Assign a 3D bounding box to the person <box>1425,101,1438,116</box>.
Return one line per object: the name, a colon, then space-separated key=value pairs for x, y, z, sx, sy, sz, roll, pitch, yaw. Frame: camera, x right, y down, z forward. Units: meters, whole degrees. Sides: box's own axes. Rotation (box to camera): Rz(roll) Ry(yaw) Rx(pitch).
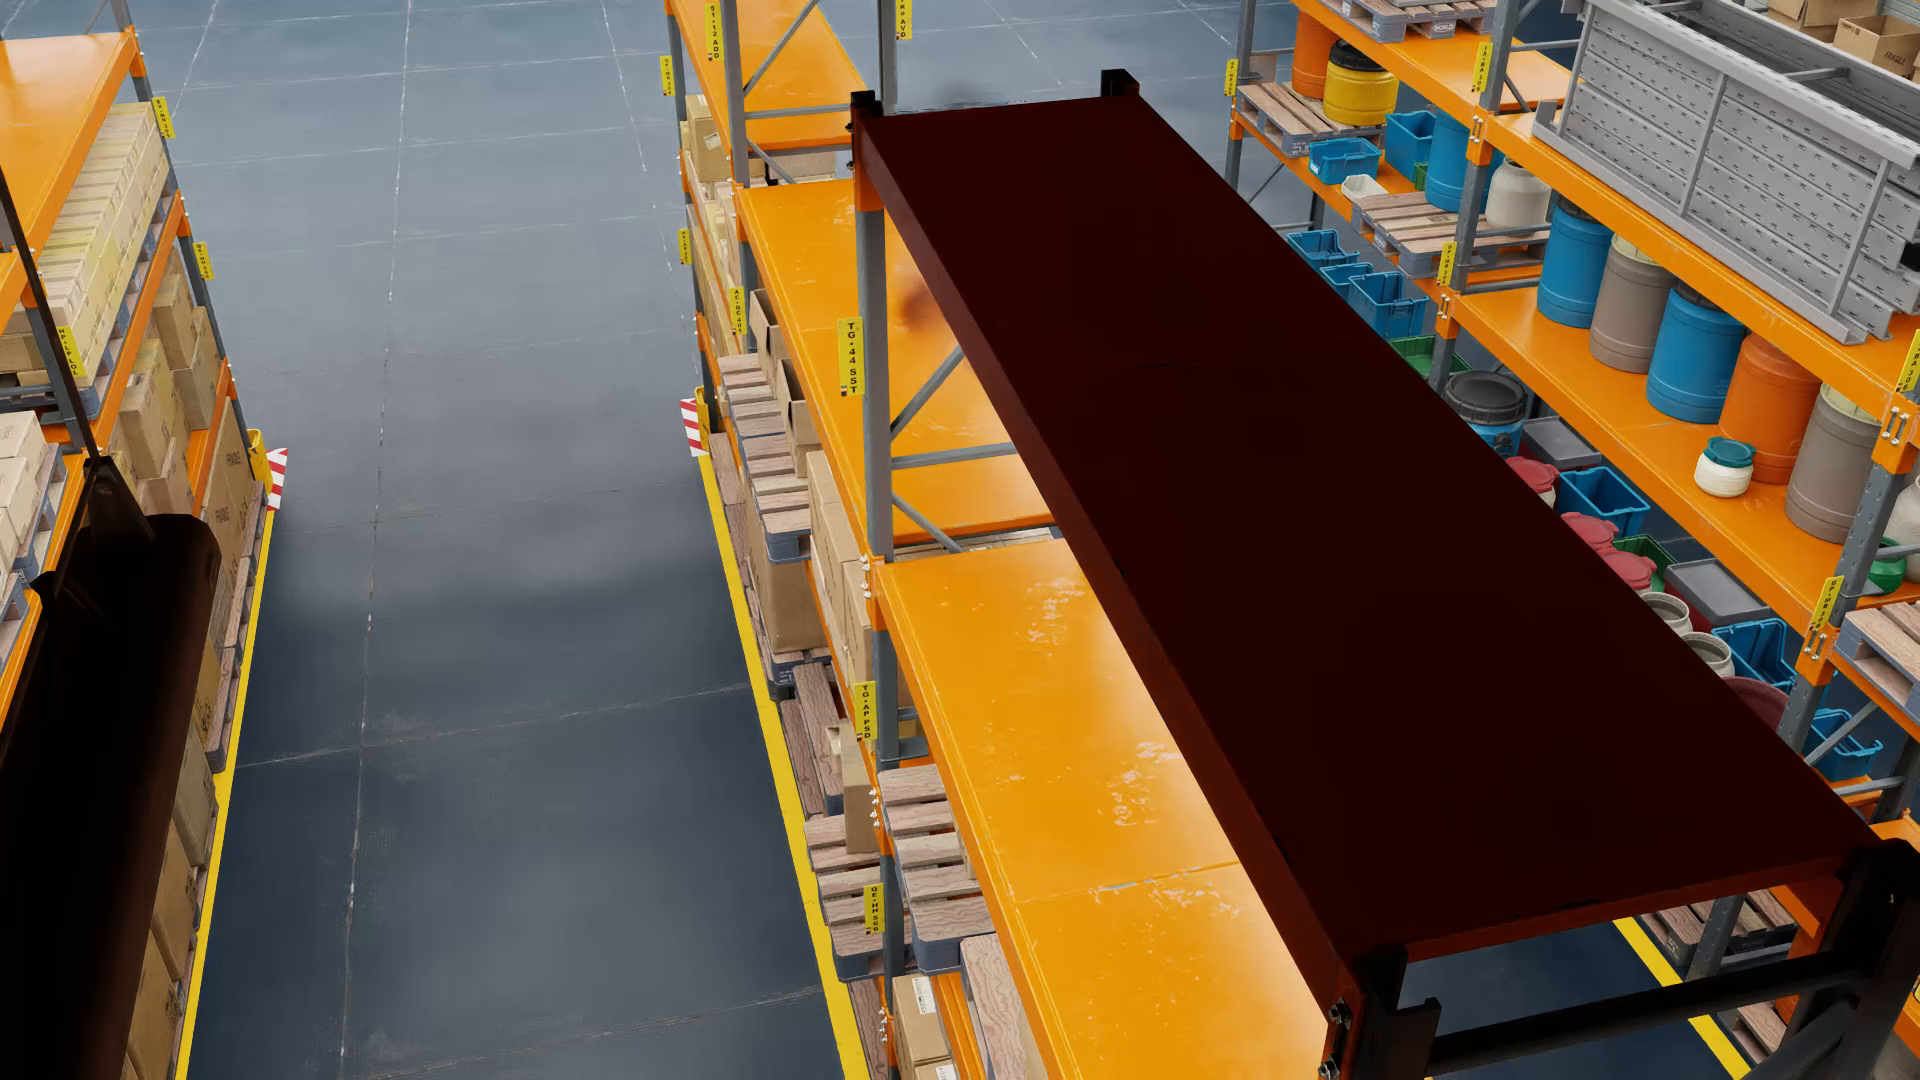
person: x=5.466 y=-4.391 z=18.954 sx=0.939 sy=1.830 sz=0.740 roll=6 pitch=35 yaw=8
